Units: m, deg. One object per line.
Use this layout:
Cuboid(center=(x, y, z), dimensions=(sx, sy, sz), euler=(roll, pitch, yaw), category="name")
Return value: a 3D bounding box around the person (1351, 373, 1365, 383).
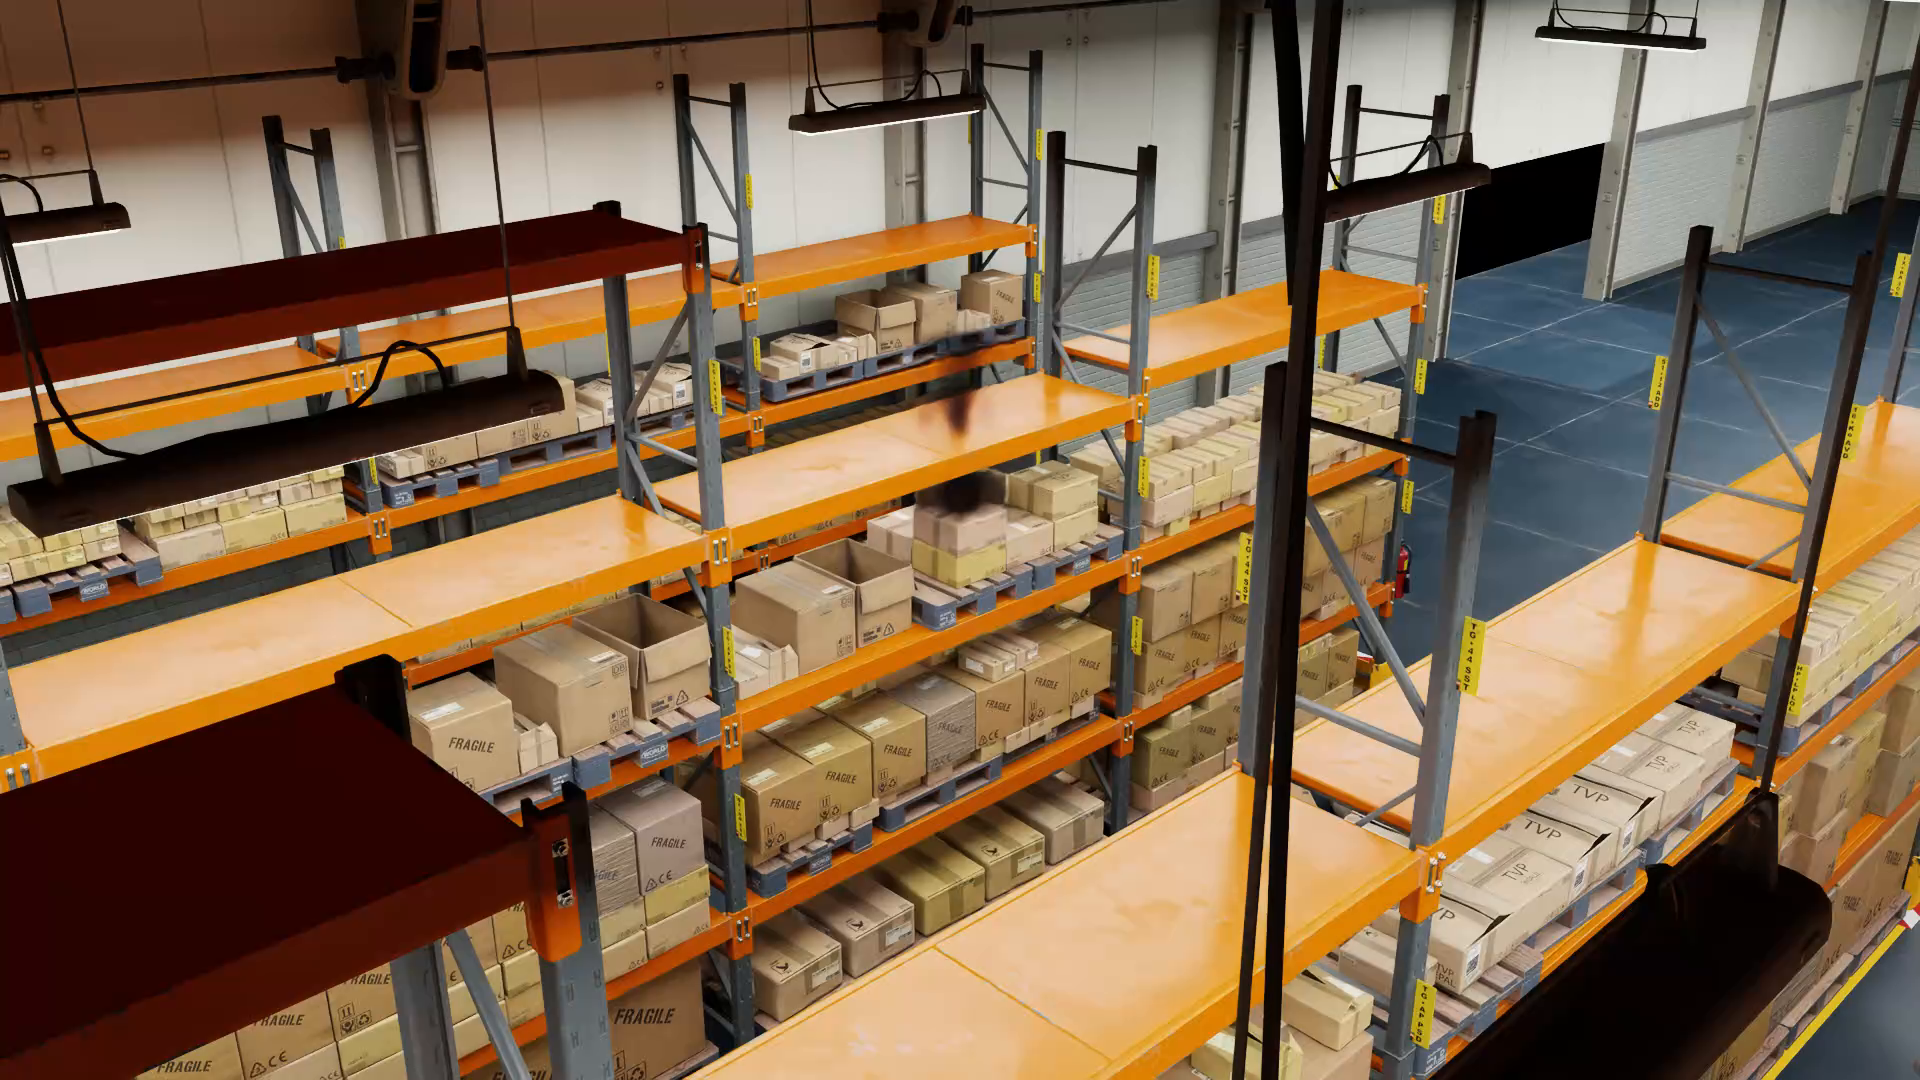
Cuboid(center=(5.173, -1.396, 22.094), dimensions=(0.649, 1.650, 0.740), euler=(16, 27, 33), category="person")
